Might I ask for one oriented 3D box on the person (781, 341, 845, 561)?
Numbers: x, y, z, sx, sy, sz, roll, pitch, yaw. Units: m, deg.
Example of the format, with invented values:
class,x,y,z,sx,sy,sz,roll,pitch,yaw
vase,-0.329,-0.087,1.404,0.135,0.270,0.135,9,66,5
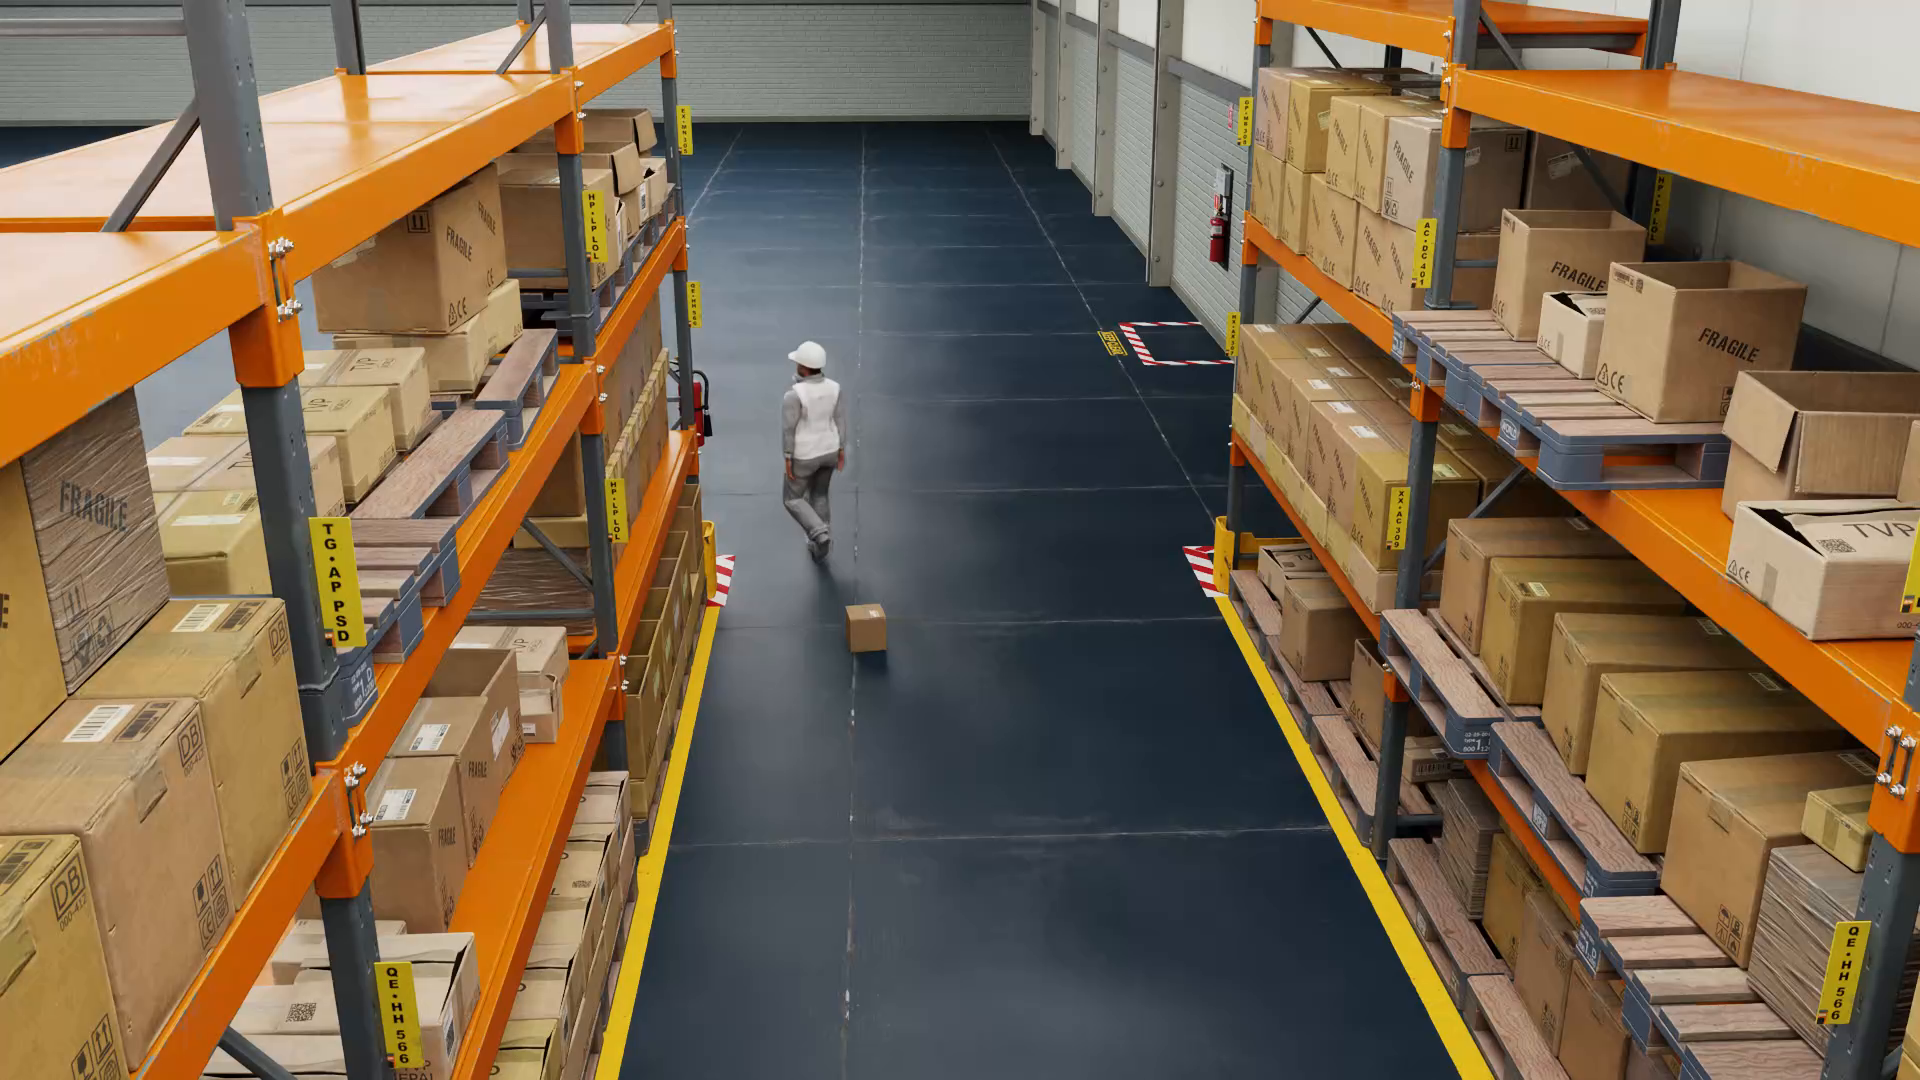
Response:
class,x,y,z,sx,sy,sz,roll,pitch,yaw
person,-1.131,-0.671,12.809,0.563,1.755,0.627,-14,24,-33
